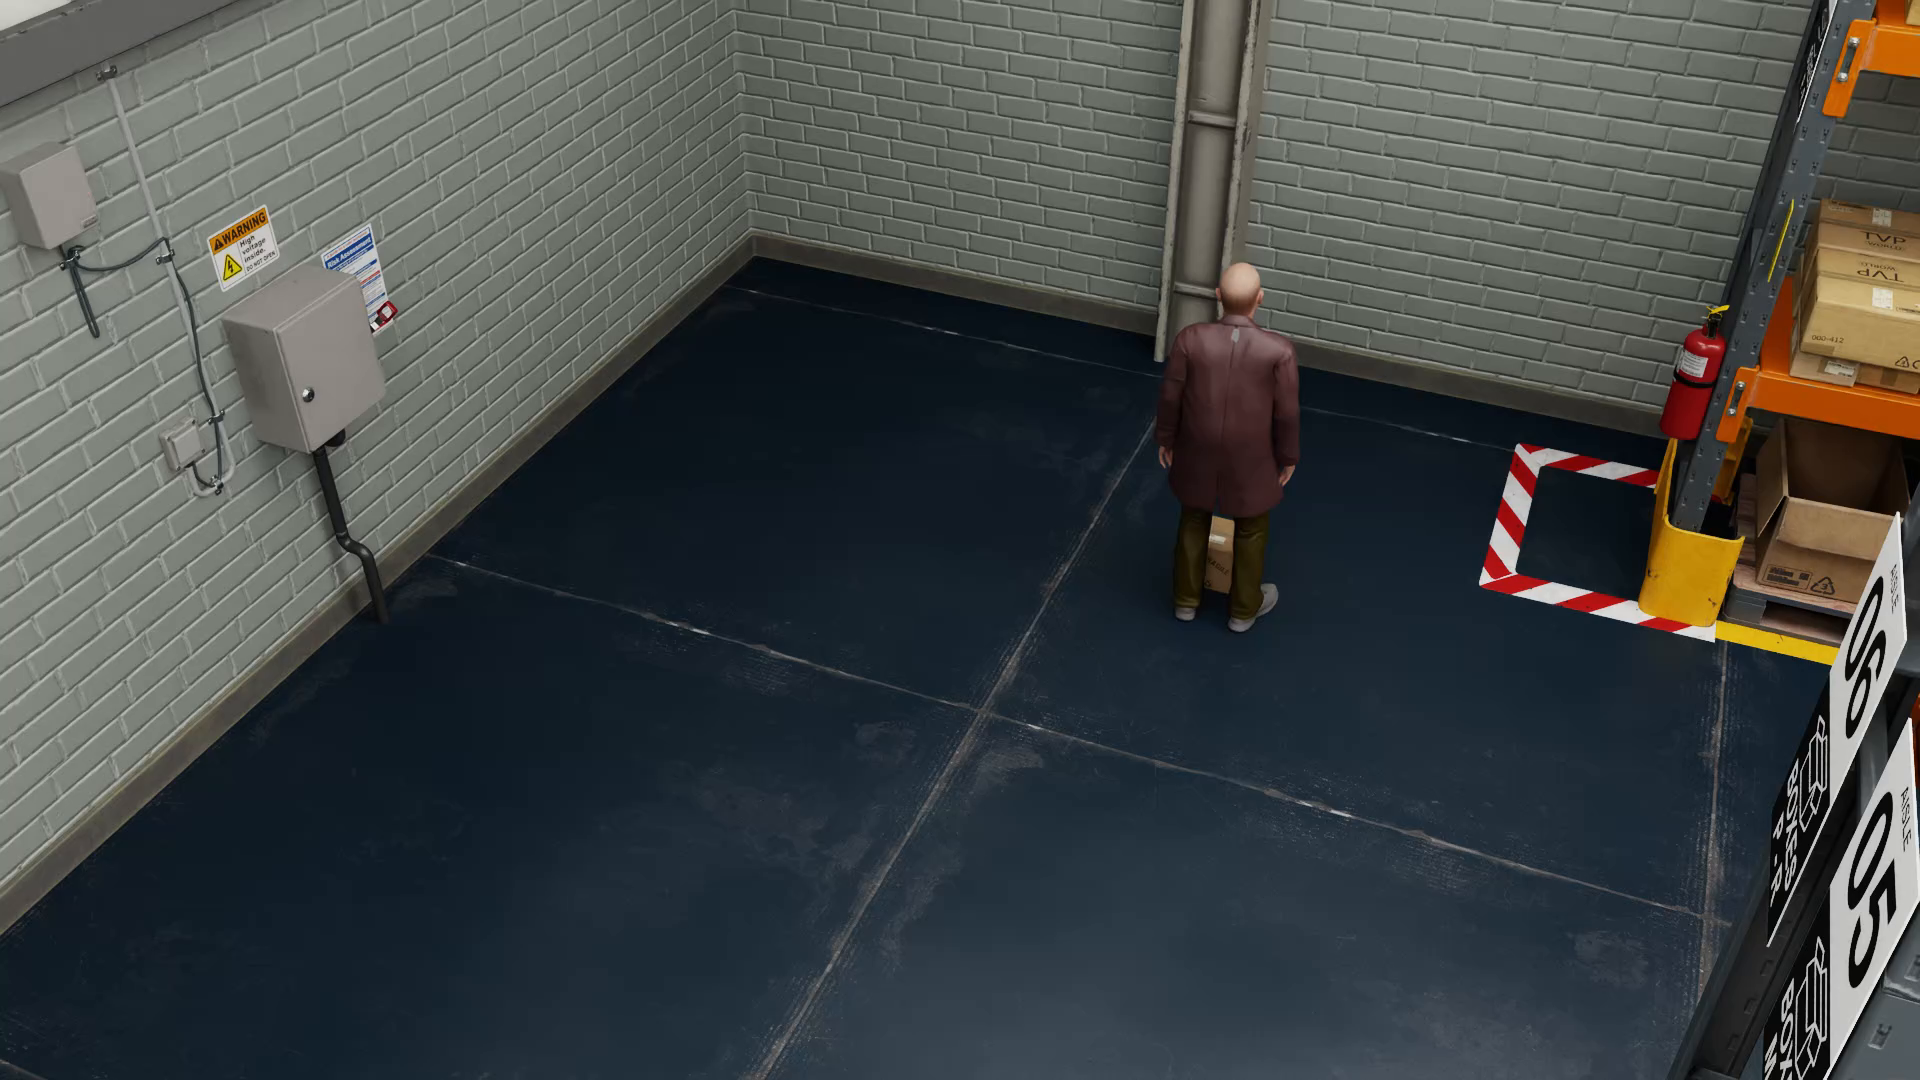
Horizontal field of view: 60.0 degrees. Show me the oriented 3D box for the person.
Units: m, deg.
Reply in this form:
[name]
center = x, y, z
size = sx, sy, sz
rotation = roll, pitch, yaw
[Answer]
[person]
center = 1.174, -0.395, 7.358
size = 0.650, 1.773, 0.428
rotation = 12, 39, 15
